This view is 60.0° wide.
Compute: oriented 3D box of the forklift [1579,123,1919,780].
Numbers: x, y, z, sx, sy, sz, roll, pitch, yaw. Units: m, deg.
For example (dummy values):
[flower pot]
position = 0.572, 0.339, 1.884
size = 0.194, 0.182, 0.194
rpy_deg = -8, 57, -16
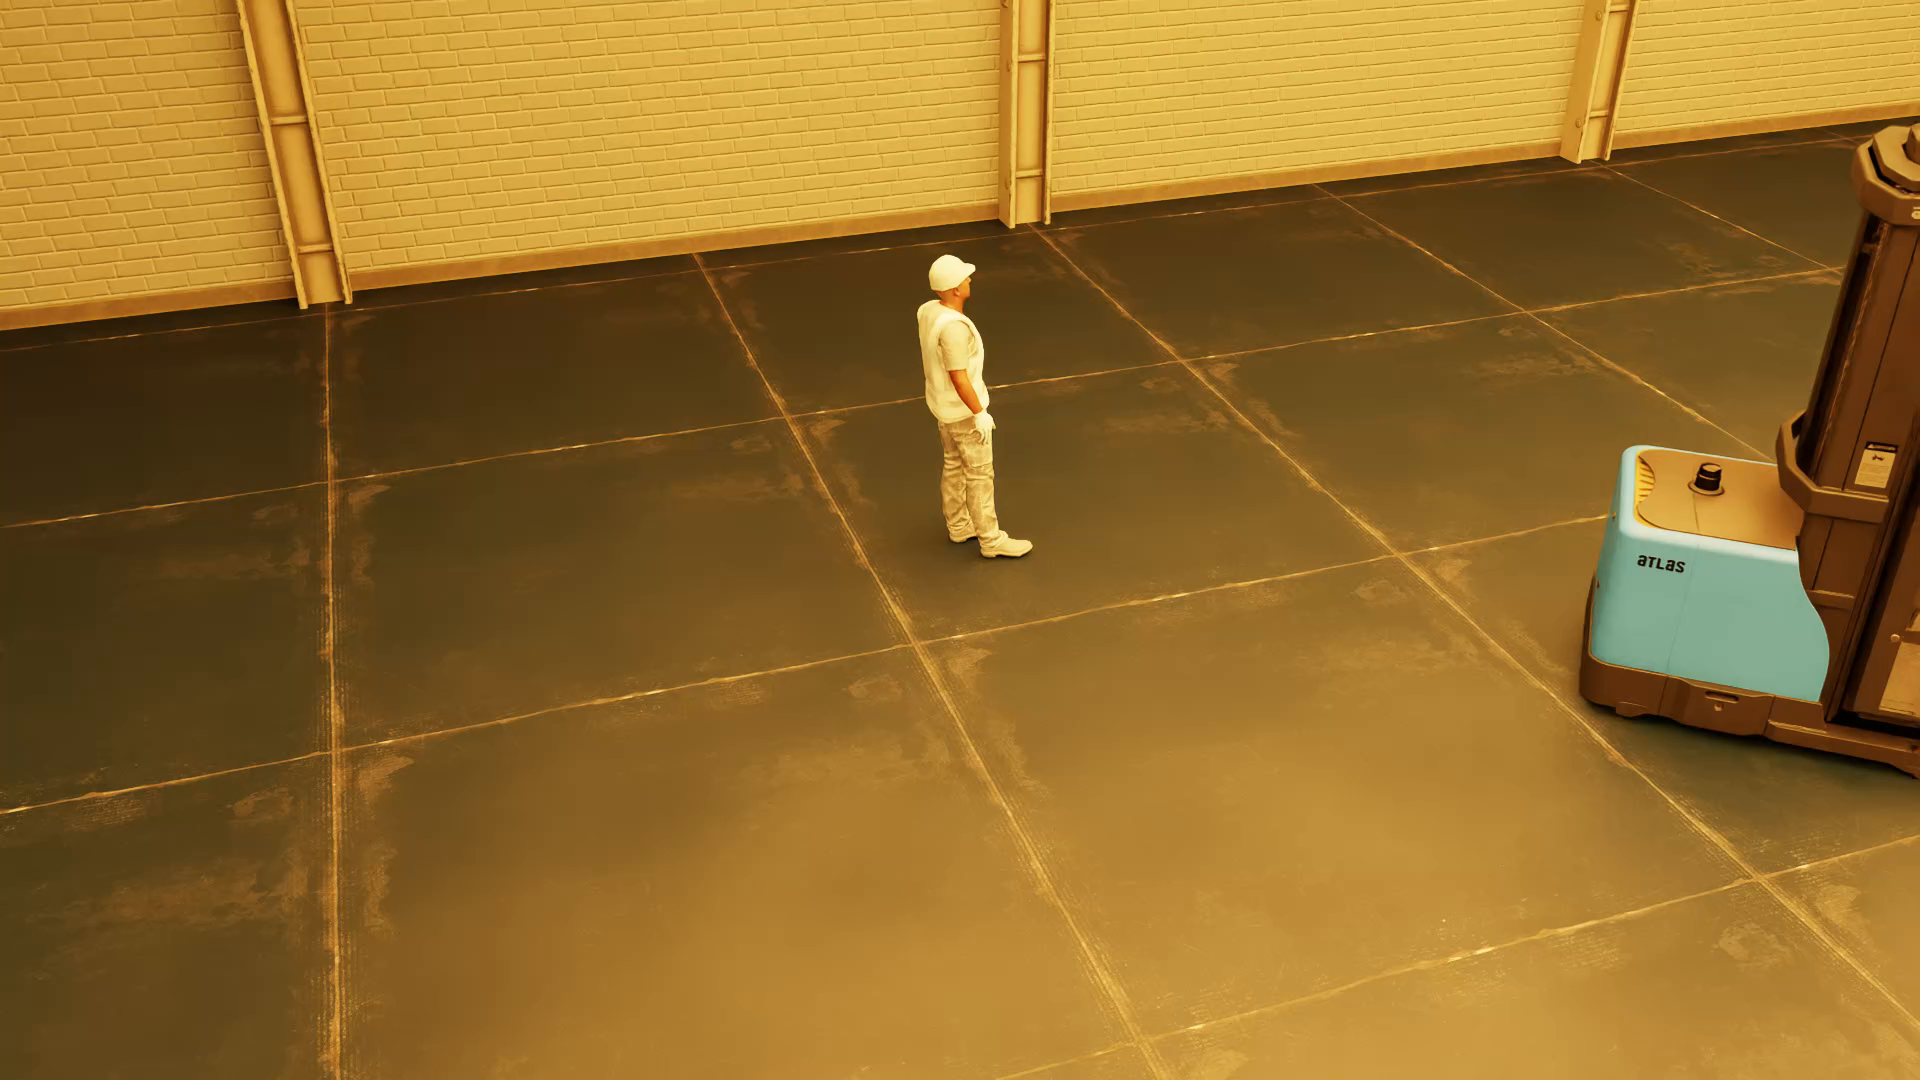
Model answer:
[forklift]
position = 4.749, -0.375, 7.739
size = 3.031, 2.935, 1.130
rpy_deg = 10, 32, 18

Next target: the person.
[person]
position = 0.071, -0.787, 9.591
size = 0.575, 1.785, 0.657
rpy_deg = -10, 31, -16
